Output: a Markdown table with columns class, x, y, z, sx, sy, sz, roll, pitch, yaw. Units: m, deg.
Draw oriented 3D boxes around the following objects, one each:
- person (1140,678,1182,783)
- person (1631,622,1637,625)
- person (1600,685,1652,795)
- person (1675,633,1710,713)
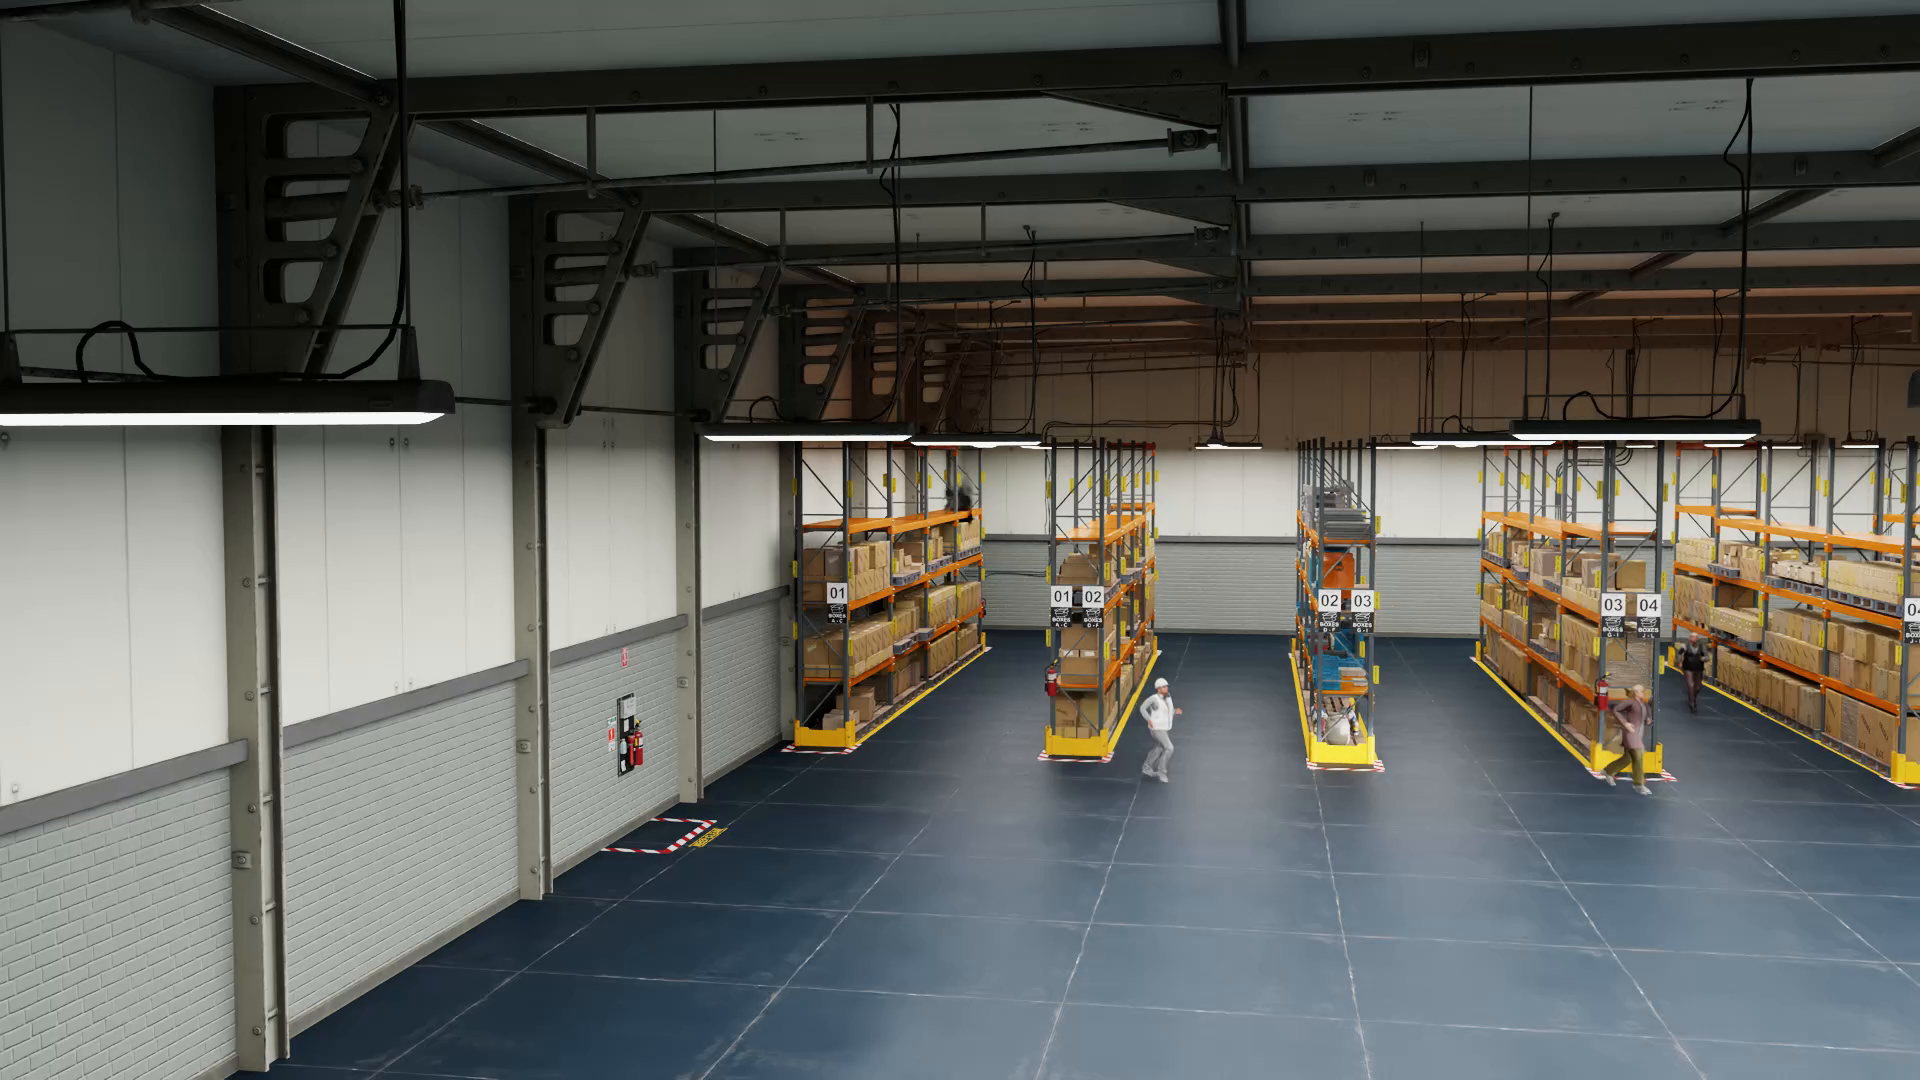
| class | x | y | z | sx | sy | sz | roll | pitch | yaw |
| --- | --- | --- | --- | --- | --- | --- | --- | --- | --- |
| person | 3.512 | 3.320 | 28.993 | 0.761 | 1.837 | 0.625 | 2 | 4 | 38 |
| person | 17.466 | 2.635 | 42.717 | 0.626 | 1.664 | 0.534 | 1 | 3 | 14 |
| person | 11.436 | 3.356 | 28.267 | 0.724 | 1.791 | 0.986 | -2 | 4 | -39 |
| person | 16.156 | 2.898 | 36.635 | 0.655 | 1.710 | 0.966 | 0 | 3 | 8 |
